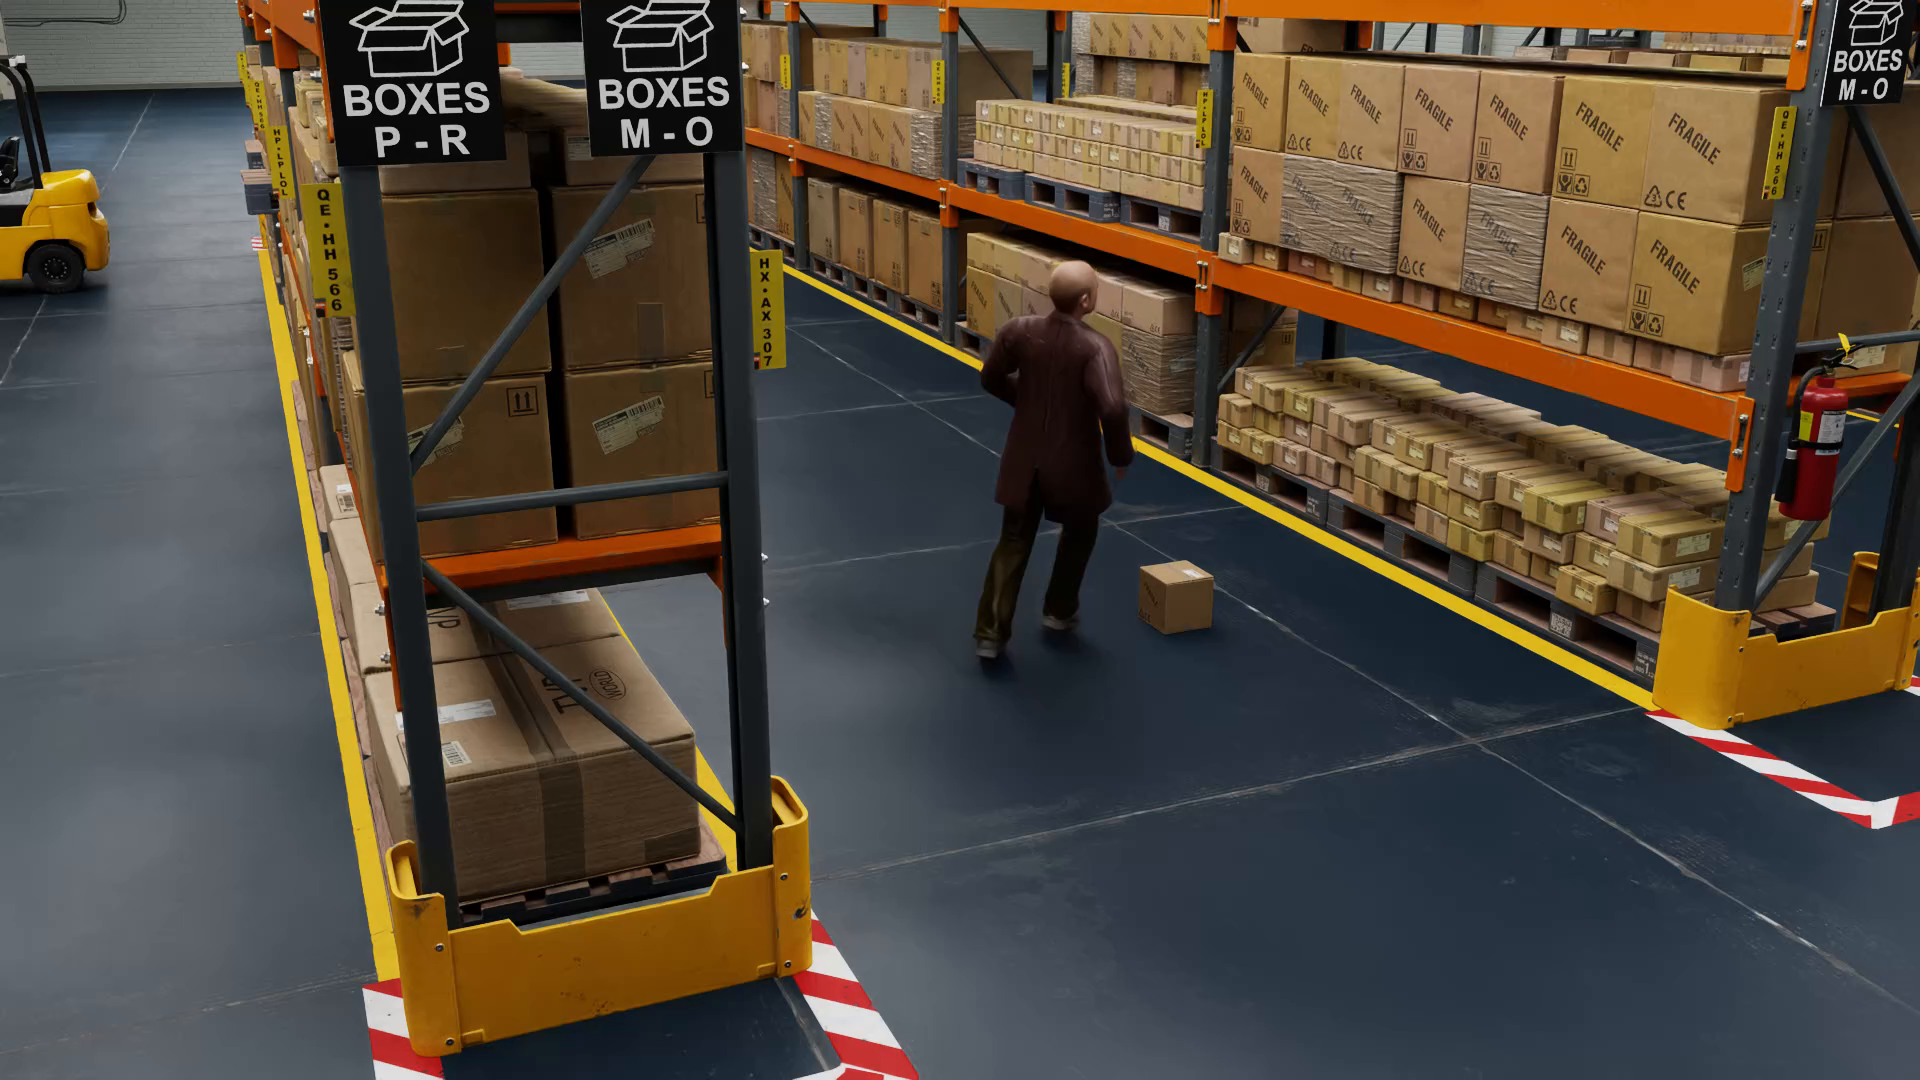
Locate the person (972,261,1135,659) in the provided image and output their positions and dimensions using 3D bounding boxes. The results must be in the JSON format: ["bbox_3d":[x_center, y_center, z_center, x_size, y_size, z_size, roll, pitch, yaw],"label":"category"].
[{"bbox_3d":[0.451,-0.336,7.152,0.724,1.780,0.859,7,20,20],"label":"person"}]
